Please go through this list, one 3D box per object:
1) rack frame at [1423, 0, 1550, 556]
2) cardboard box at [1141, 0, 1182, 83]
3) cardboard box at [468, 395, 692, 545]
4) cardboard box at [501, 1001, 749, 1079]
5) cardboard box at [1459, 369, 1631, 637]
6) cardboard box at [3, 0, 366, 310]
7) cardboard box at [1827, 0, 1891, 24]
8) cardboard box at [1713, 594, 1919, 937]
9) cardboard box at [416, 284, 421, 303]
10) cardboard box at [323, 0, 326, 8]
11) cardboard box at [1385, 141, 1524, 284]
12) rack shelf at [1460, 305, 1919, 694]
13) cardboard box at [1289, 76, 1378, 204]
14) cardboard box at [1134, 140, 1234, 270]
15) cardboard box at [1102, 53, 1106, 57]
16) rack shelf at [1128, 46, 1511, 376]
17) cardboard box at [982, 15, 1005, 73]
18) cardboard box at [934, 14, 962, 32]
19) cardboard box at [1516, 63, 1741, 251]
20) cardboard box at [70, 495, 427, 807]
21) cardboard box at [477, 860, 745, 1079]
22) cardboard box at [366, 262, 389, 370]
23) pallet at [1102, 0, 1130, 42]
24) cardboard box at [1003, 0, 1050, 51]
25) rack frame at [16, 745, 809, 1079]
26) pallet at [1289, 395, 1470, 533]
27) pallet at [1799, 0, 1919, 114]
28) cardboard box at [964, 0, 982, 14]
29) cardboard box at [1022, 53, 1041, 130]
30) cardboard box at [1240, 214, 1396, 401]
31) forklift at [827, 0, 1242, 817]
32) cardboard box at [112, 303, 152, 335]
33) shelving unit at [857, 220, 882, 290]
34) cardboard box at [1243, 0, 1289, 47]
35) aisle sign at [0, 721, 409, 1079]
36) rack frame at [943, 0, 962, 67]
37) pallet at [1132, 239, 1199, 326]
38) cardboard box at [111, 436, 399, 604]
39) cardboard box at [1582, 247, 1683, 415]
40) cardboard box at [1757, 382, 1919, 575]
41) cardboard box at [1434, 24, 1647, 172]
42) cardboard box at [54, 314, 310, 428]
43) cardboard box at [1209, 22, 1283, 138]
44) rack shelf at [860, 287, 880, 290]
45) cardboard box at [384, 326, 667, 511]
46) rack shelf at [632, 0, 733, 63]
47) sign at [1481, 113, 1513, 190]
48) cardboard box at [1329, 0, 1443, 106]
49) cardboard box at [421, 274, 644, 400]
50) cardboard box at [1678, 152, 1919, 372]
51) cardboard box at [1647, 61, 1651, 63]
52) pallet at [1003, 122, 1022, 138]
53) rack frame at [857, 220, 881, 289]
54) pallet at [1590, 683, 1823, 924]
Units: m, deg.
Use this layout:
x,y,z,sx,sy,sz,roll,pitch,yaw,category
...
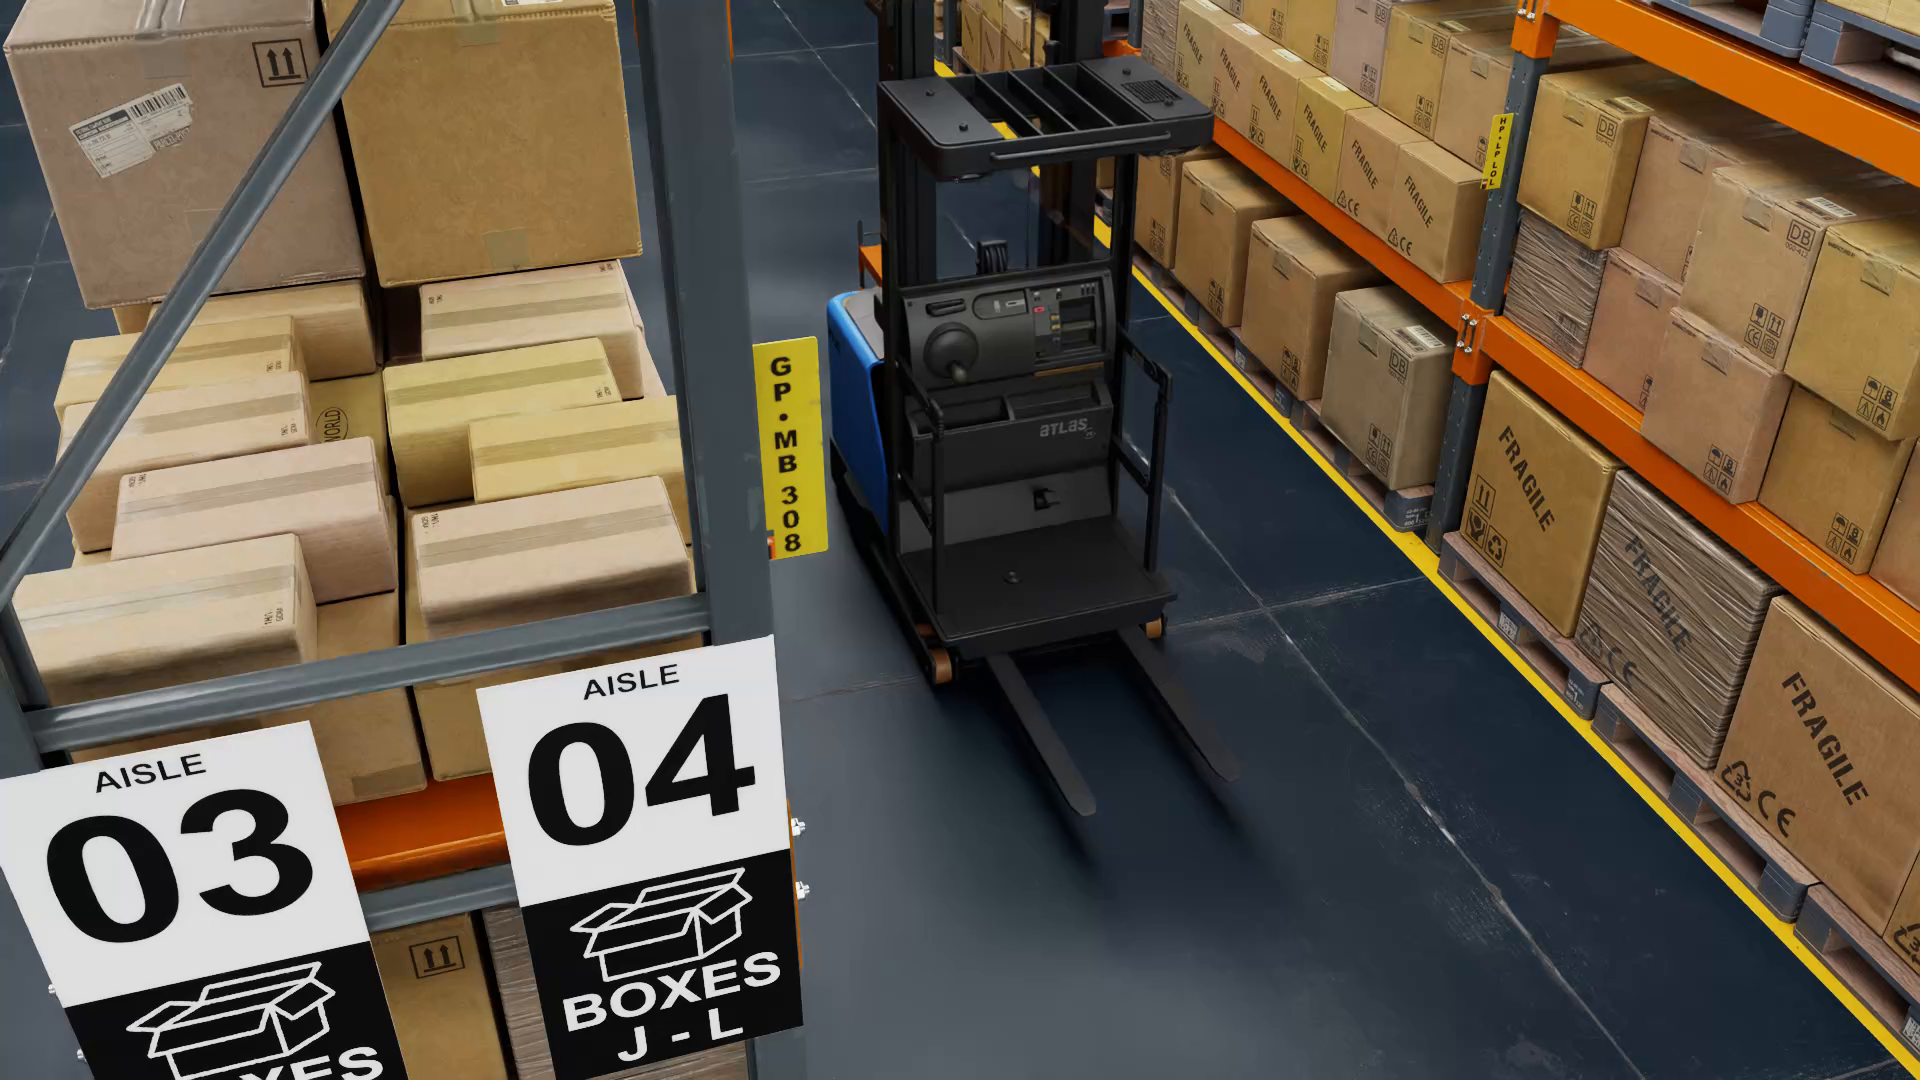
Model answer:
x,y,z,sx,sy,sz,roll,pitch,yaw,category
2.788,-1.288,7.478,1.000,3.000,0.127,-10,35,-15,rack frame
1.448,-3.149,10.203,0.500,0.500,0.500,-10,35,-14,cardboard box
-0.597,-0.098,2.731,0.380,0.149,0.250,-9,35,-14,cardboard box
-0.888,1.134,3.453,0.875,0.500,0.500,-10,35,-15,cardboard box
2.913,-0.235,7.431,0.875,0.875,0.875,-9,35,-14,cardboard box
-1.460,-0.804,3.211,0.500,0.500,0.500,-10,35,-15,cardboard box
2.966,-1.735,5.190,0.380,0.149,0.250,-10,35,-15,cardboard box
3.468,0.717,5.991,0.875,0.875,0.875,-11,35,-15,cardboard box
-0.974,-0.634,3.542,0.380,0.149,0.250,-12,35,-17,cardboard box
-2.015,-1.511,4.870,0.380,0.149,0.250,-12,35,-17,cardboard box
2.374,-1.559,7.797,0.500,0.500,0.500,-10,35,-15,cardboard box
3.398,0.062,6.087,1.077,0.370,4.000,-10,35,-15,rack shelf
2.066,-2.089,8.600,0.500,0.500,0.500,-10,35,-14,cardboard box
1.668,-2.290,10.654,1.050,0.750,0.750,-10,35,-15,cardboard box
0.945,-3.412,11.898,0.500,0.250,0.500,-10,35,-14,cardboard box
2.178,-2.038,9.266,1.077,0.370,4.000,-10,35,-15,rack shelf
0.484,-3.910,13.333,0.500,0.500,0.500,-8,34,-13,cardboard box
-0.096,-4.623,14.730,0.380,0.149,0.250,-10,35,-14,cardboard box
2.868,-1.602,6.837,0.875,0.550,0.550,-10,35,-15,cardboard box
-1.135,0.194,2.651,0.500,0.250,0.500,-9,35,-14,cardboard box
-0.654,0.676,3.239,0.500,0.500,0.500,-10,35,-15,cardboard box
-1.439,-0.338,3.456,0.500,0.250,0.500,-9,35,-14,cardboard box
1.249,-3.664,11.248,1.213,0.211,1.003,-10,35,-15,pallet
0.638,-3.953,12.718,0.500,0.250,0.500,-9,34,-13,cardboard box
-0.746,1.593,3.118,1.000,3.000,0.127,-10,35,-15,rack frame
2.481,-0.517,8.841,1.003,0.211,1.213,-10,35,-15,pallet
3.396,-1.432,5.055,1.003,0.211,1.213,-10,35,-15,pallet
0.322,-4.501,13.547,0.500,0.250,0.500,-12,35,-17,cardboard box
0.787,-3.370,12.516,0.500,0.500,0.500,-12,35,-17,cardboard box
2.222,-1.342,9.220,1.050,0.750,0.750,-10,35,-15,cardboard box
0.289,-0.844,6.868,1.130,2.935,3.031,-11,35,-16,forklift
-1.518,-0.540,3.399,0.380,0.149,0.250,-12,35,-17,cardboard box
-0.334,-1.037,8.732,0.258,1.200,0.503,-11,35,-16,shelving unit
2.010,-3.075,9.185,0.700,0.500,0.500,-11,35,-15,cardboard box
-1.013,0.592,2.276,0.394,0.787,0.004,-10,35,-15,aisle sign
0.348,-5.488,13.835,1.000,3.000,0.127,-10,35,-15,rack frame
1.737,-1.798,10.780,1.003,0.211,1.213,-10,35,-15,pallet
-1.096,-0.012,2.600,0.380,0.149,0.250,-11,35,-16,cardboard box
3.101,-0.874,6.716,0.875,0.550,0.550,-10,35,-15,cardboard box
3.411,-0.309,5.861,0.875,0.550,0.500,-10,35,-15,cardboard box
2.631,-2.006,7.568,0.700,0.500,0.500,-11,35,-16,cardboard box
-1.383,-0.265,2.983,0.380,0.149,0.250,-10,35,-14,cardboard box
1.759,-2.617,9.399,0.500,0.500,0.500,-10,35,-15,cardboard box
-0.334,-1.168,8.645,0.258,0.148,0.480,-11,35,-16,rack shelf
-0.810,-0.162,3.189,0.500,0.250,0.500,-11,35,-16,cardboard box
-1.356,-1.658,3.253,1.077,0.370,4.000,-10,35,-15,rack shelf
2.274,-1.642,7.035,0.100,0.325,0.005,-10,35,-15,sign
2.318,-2.542,8.378,0.700,0.500,0.500,-10,35,-14,cardboard box
-0.807,-0.365,3.135,0.380,0.149,0.250,-9,34,-13,cardboard box
3.180,-1.026,5.966,0.875,0.550,0.550,-10,35,-15,cardboard box
5.852,-4.408,13.746,0.875,0.875,0.875,-10,35,-14,cardboard box
0.963,-3.275,13.014,1.003,0.211,1.213,-10,35,-15,pallet
-0.413,-1.165,8.924,0.240,1.200,0.015,-11,35,-16,rack frame
3.321,0.930,6.652,1.003,0.211,1.213,-10,35,-15,pallet
